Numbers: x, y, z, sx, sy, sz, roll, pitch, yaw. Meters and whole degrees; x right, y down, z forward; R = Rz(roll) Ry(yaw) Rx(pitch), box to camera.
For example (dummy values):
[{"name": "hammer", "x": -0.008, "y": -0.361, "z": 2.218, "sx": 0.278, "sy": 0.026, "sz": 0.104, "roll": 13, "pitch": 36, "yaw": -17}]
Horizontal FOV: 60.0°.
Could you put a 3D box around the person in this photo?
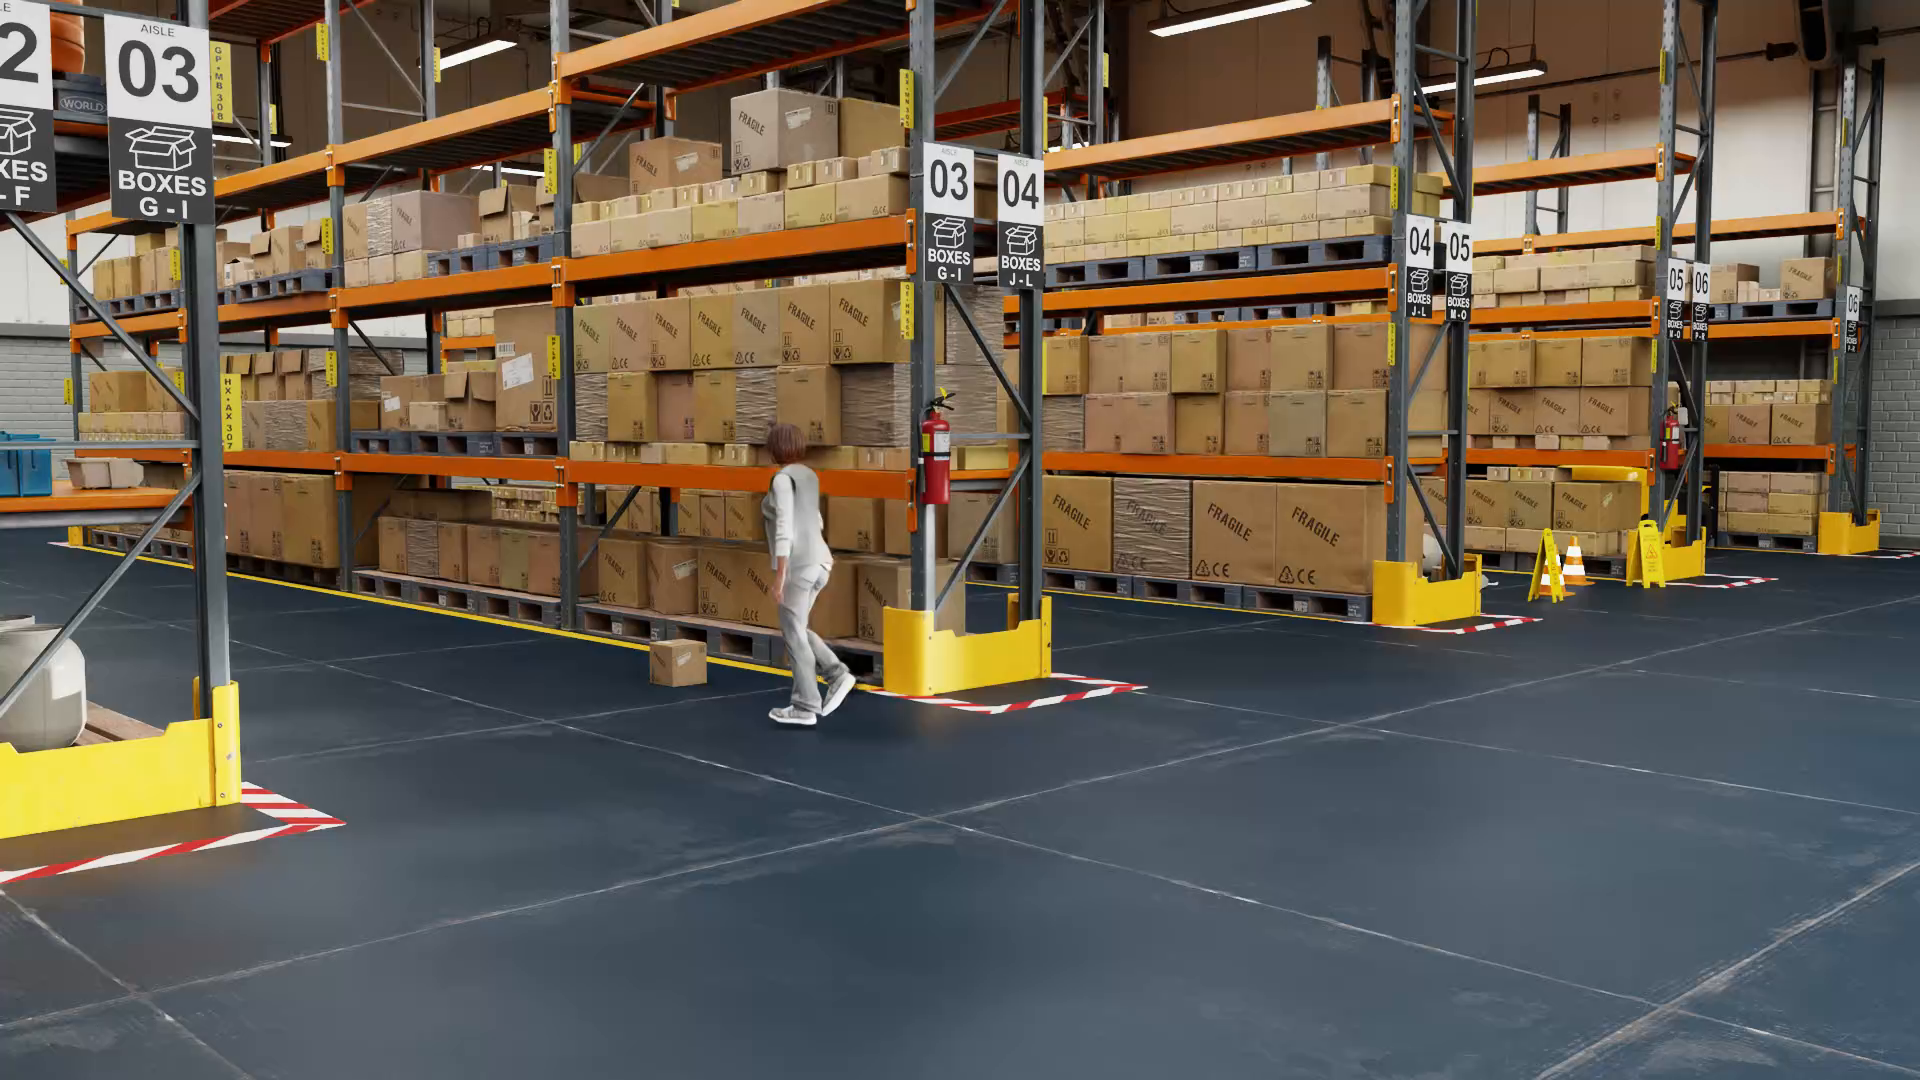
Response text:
[{"name": "person", "x": -0.864, "y": 0.164, "z": 8.756, "sx": 0.423, "sy": 1.573, "sz": 0.474, "roll": 2, "pitch": 5, "yaw": 25}]
